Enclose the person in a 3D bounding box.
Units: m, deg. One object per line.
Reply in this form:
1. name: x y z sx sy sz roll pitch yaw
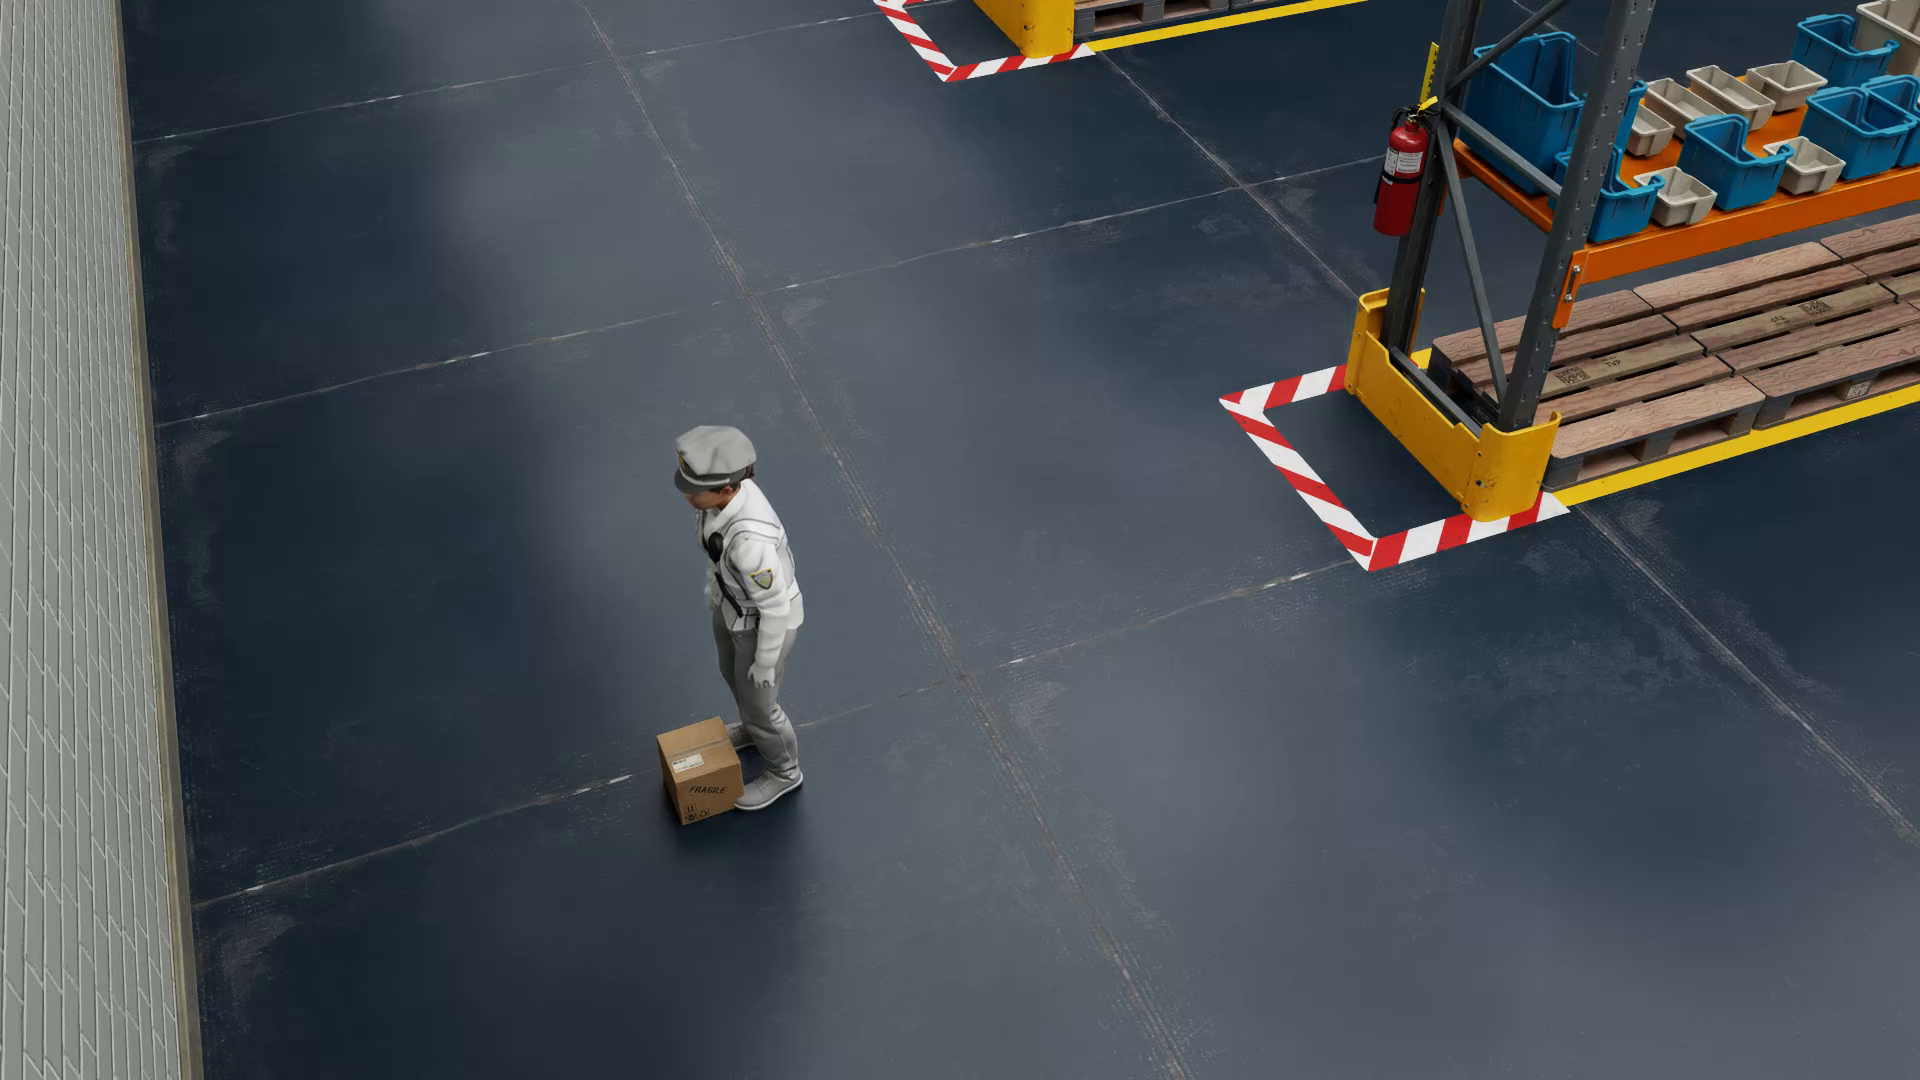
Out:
1. person: -0.750 0.279 5.845 0.371 1.666 0.547 -18 45 -19
